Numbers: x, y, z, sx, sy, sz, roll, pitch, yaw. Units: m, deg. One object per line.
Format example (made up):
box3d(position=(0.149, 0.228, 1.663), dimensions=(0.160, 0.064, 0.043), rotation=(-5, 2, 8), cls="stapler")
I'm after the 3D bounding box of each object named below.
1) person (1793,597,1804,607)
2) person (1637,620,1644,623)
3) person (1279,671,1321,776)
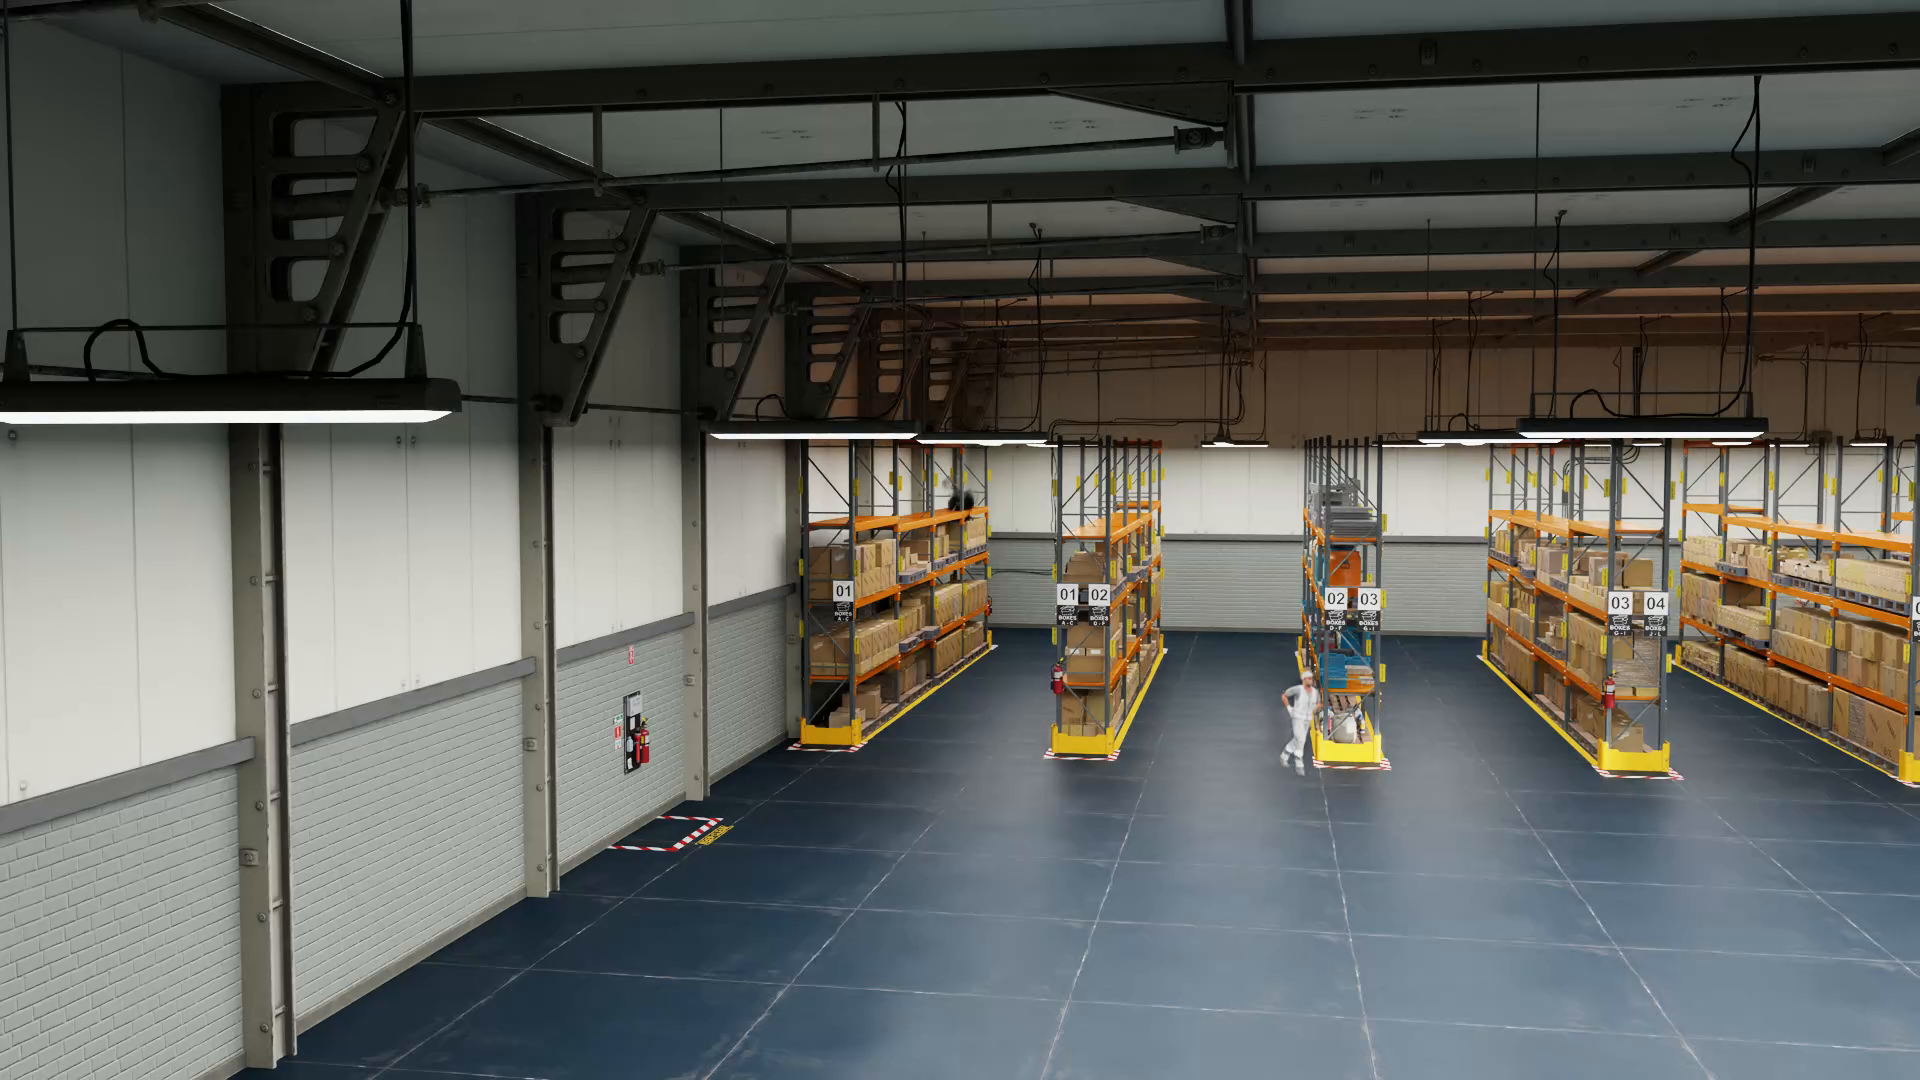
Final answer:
box3d(position=(22.896, 2.382, 45.357), dimensions=(0.849, 1.748, 0.666), rotation=(1, 3, 23), cls="person")
box3d(position=(17.664, 2.488, 42.838), dimensions=(0.699, 1.794, 0.893), rotation=(1, 3, 20), cls="person")
box3d(position=(6.108, 3.243, 29.705), dimensions=(0.662, 1.830, 0.816), rotation=(-2, 3, -28), cls="person")
